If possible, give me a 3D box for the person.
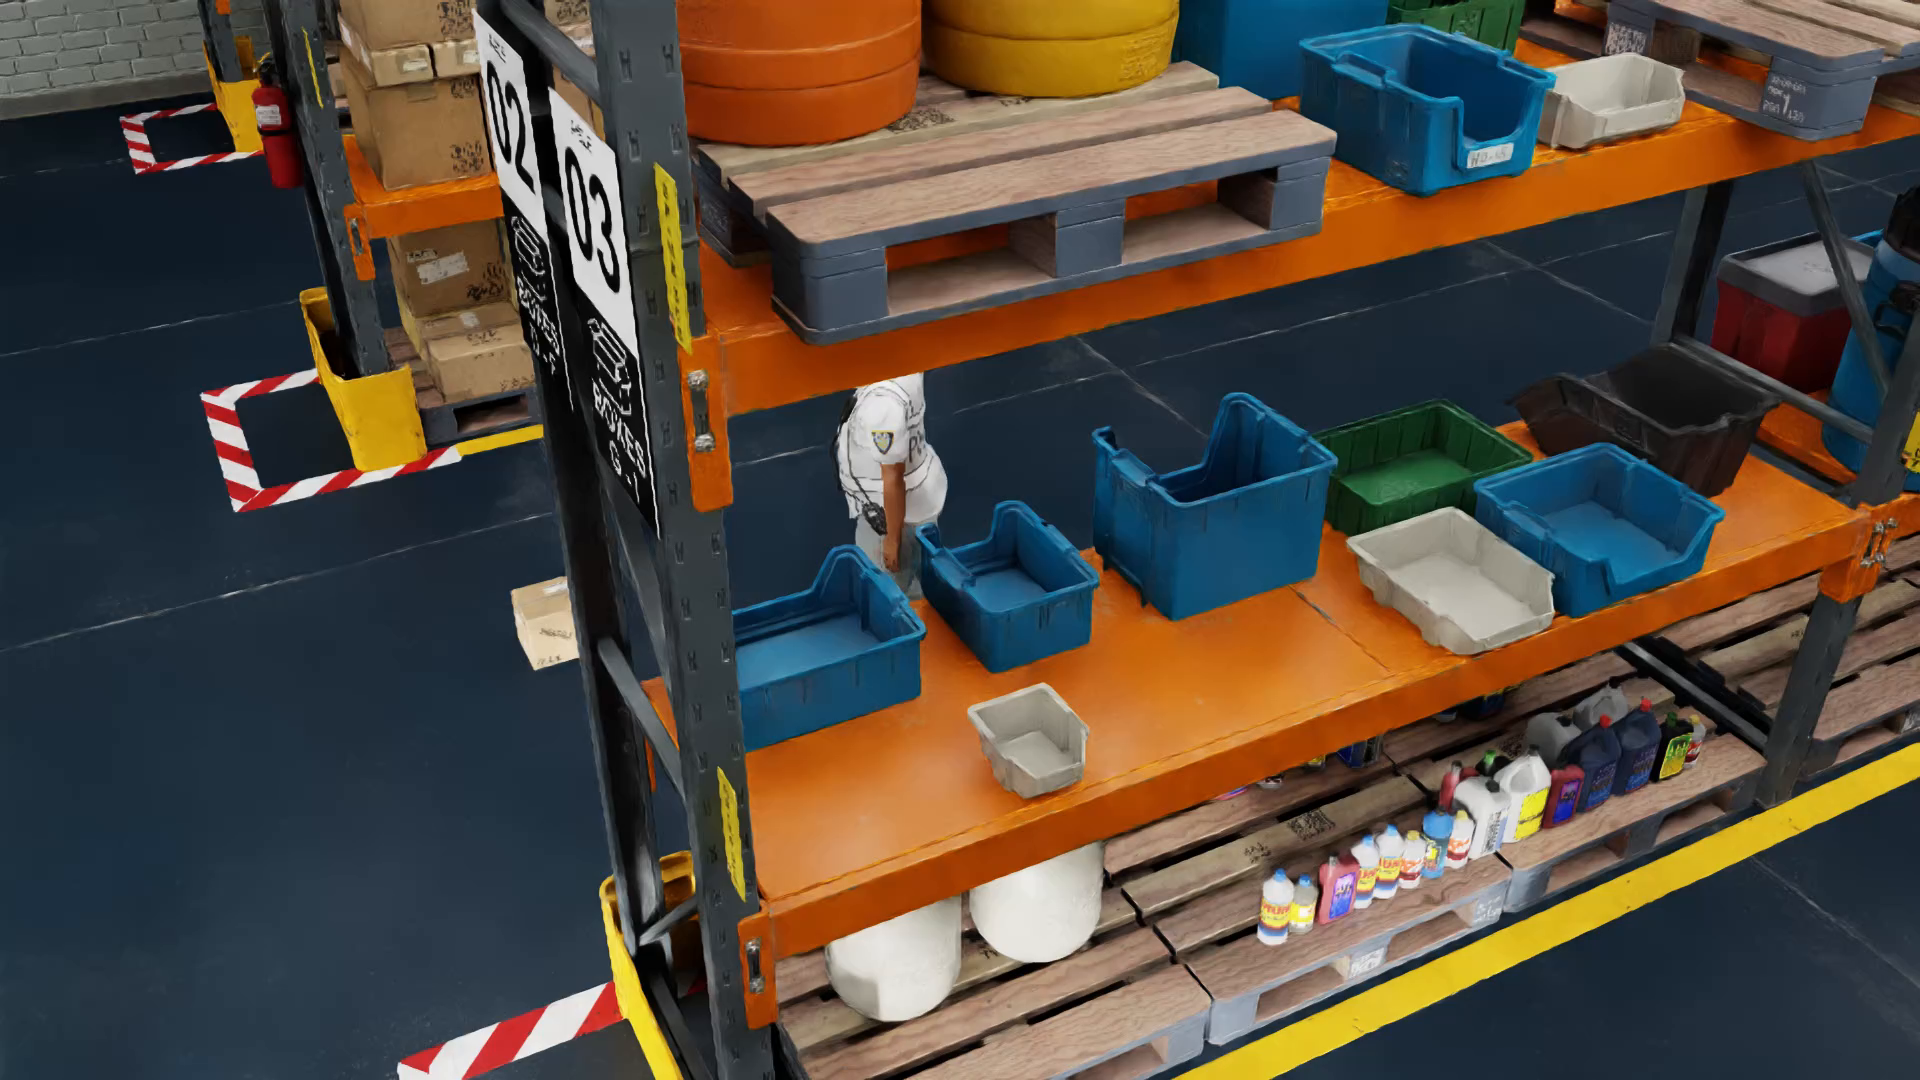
[{"bbox_3d":[-0.196,-0.106,6.300,0.582,1.655,0.547,4,33,7],"label":"person"}]
